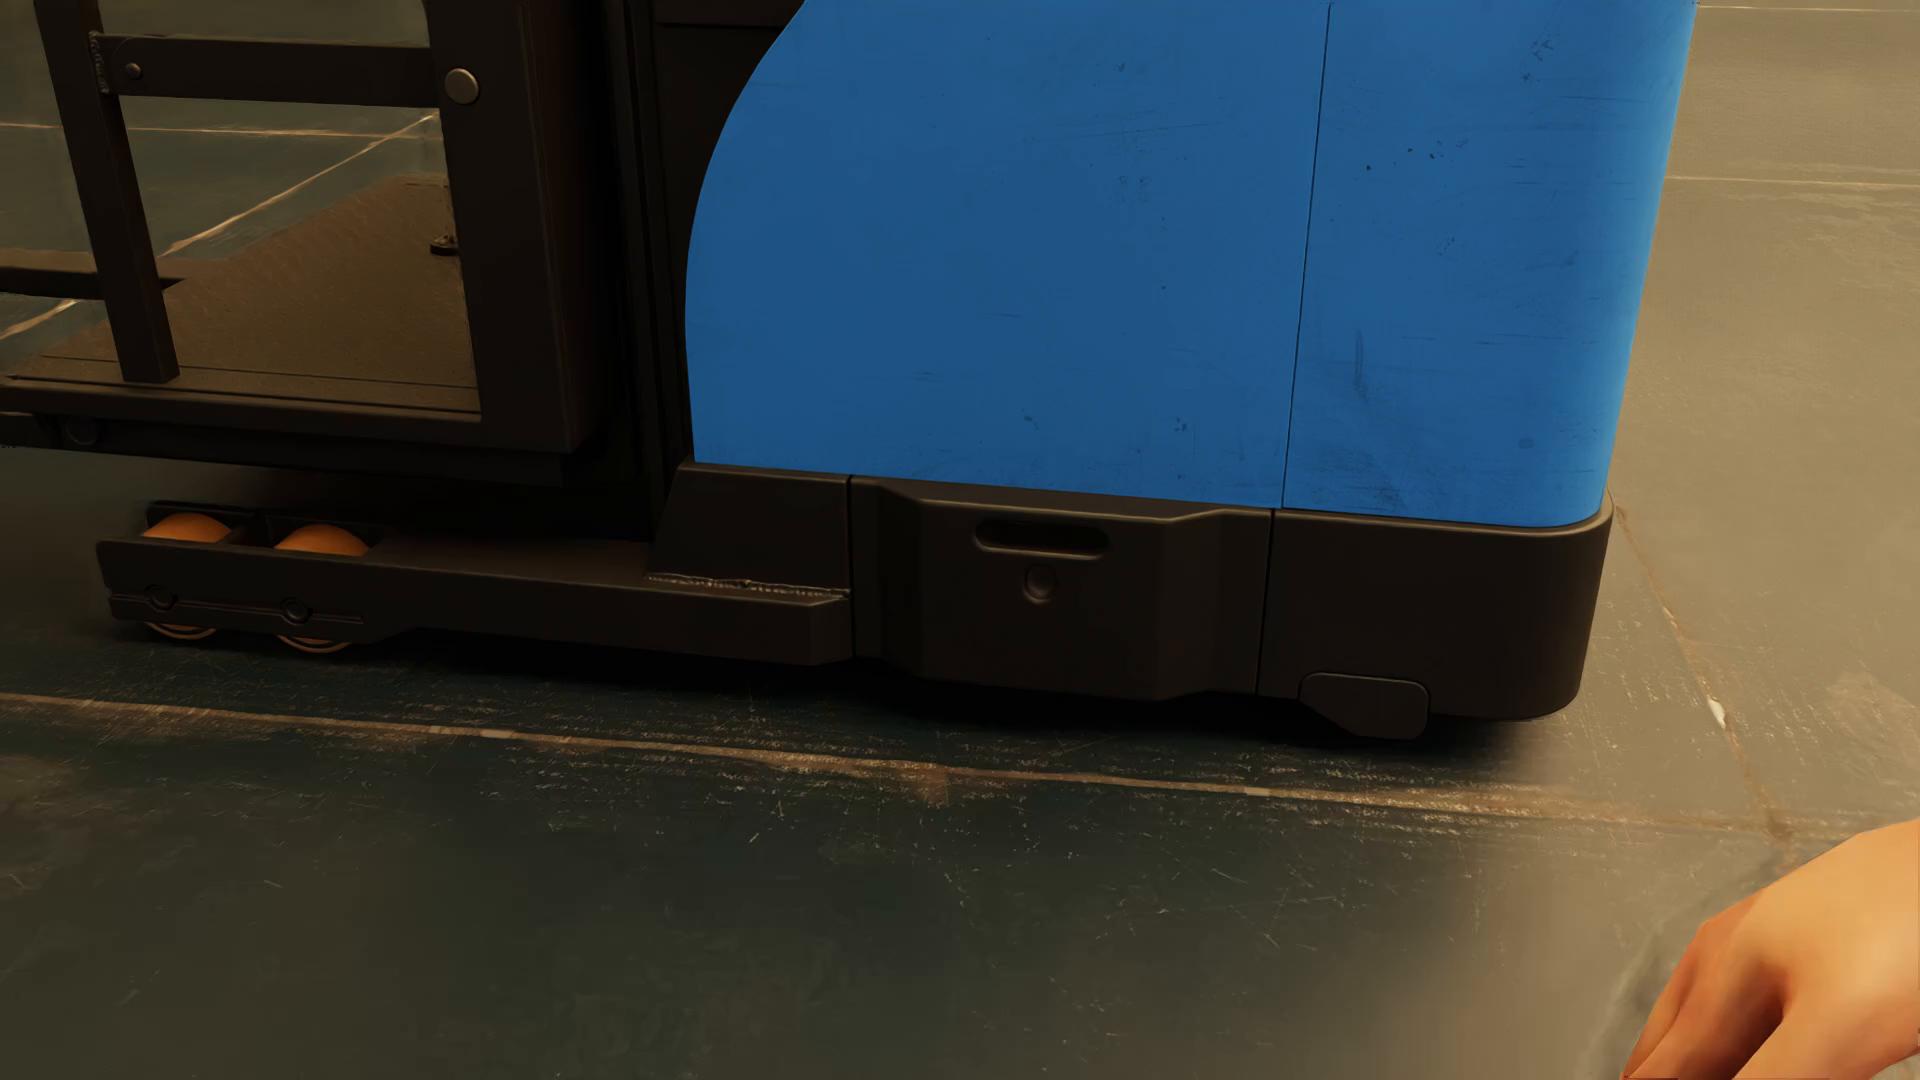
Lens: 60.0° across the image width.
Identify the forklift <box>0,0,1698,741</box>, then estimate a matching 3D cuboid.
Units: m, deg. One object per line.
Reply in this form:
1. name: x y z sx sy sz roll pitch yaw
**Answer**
1. forklift: -0.667 -1.387 1.997 3.031 2.935 1.130 5 27 10
